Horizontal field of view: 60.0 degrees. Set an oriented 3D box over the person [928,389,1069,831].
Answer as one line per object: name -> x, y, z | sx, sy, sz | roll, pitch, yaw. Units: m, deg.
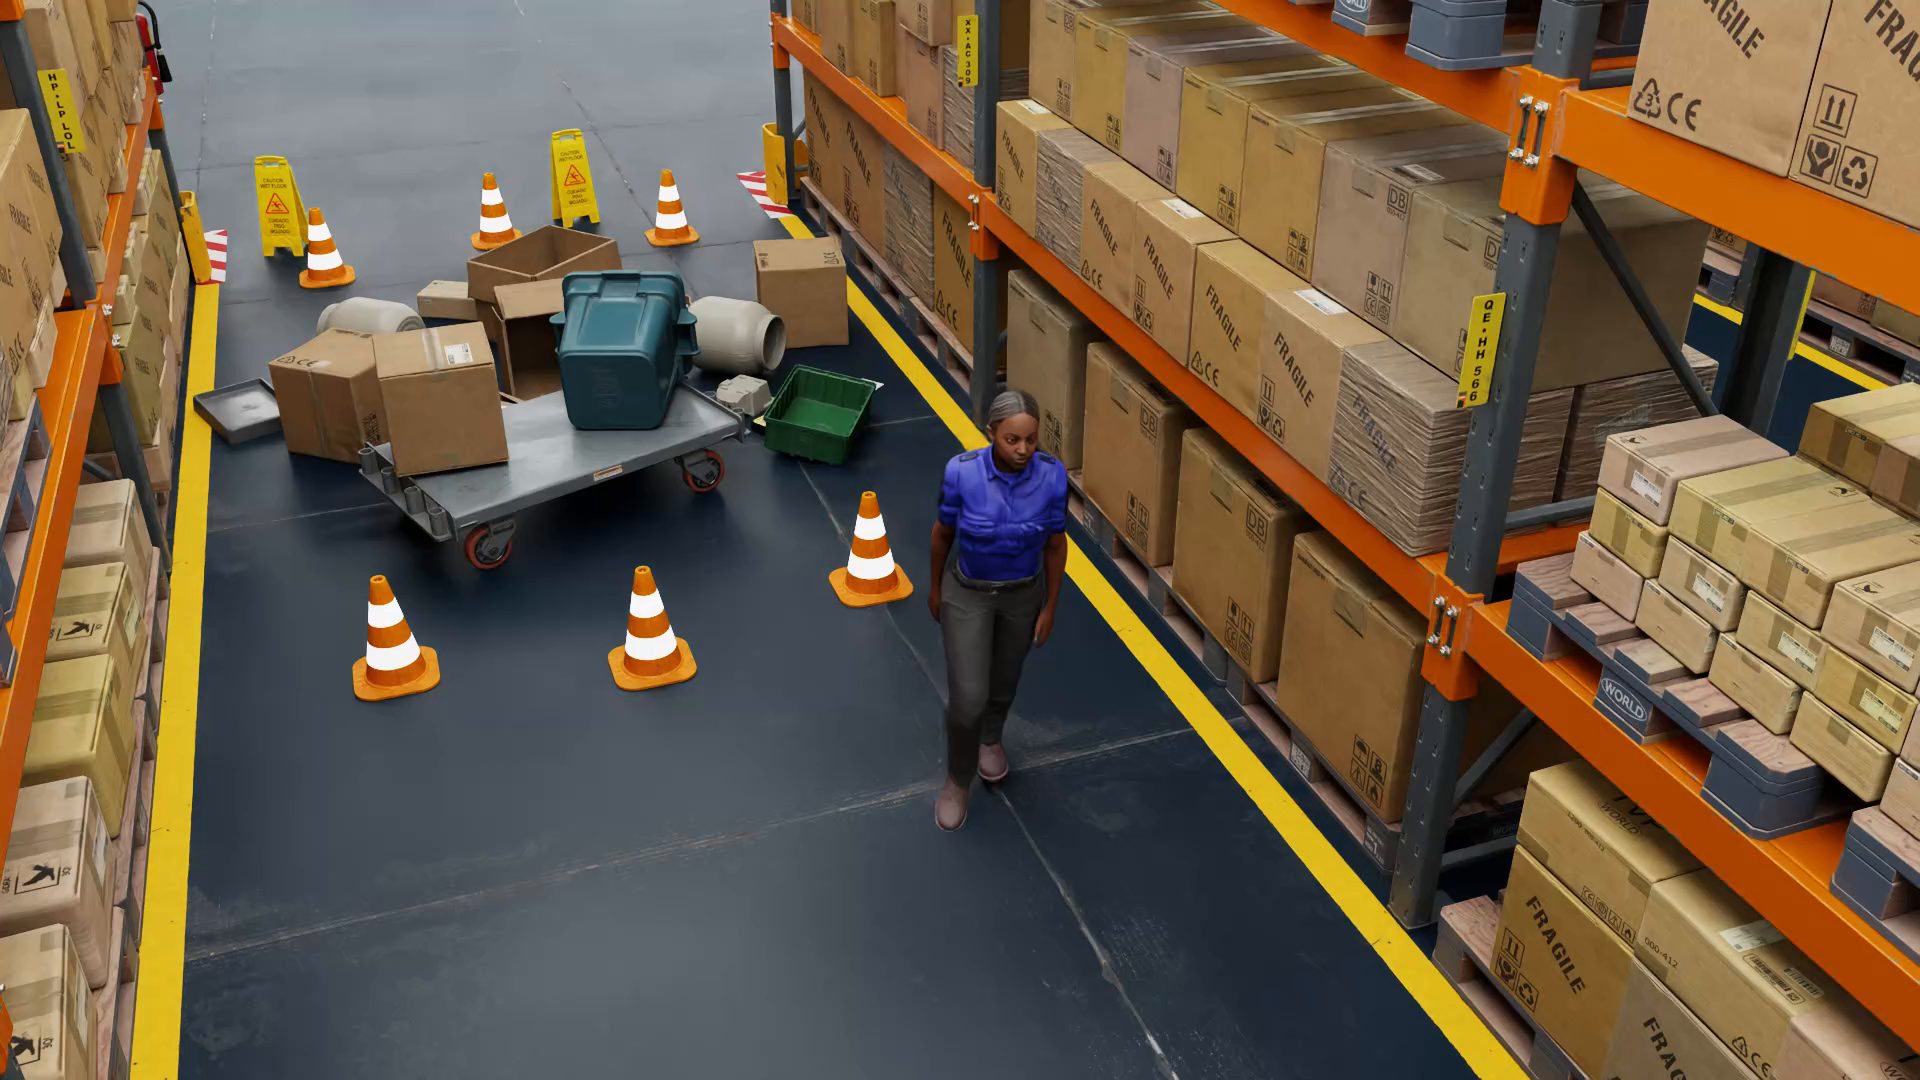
person -> 0.114, 0.214, 5.788 | 0.482, 1.669, 0.533 | -6, 31, -10
